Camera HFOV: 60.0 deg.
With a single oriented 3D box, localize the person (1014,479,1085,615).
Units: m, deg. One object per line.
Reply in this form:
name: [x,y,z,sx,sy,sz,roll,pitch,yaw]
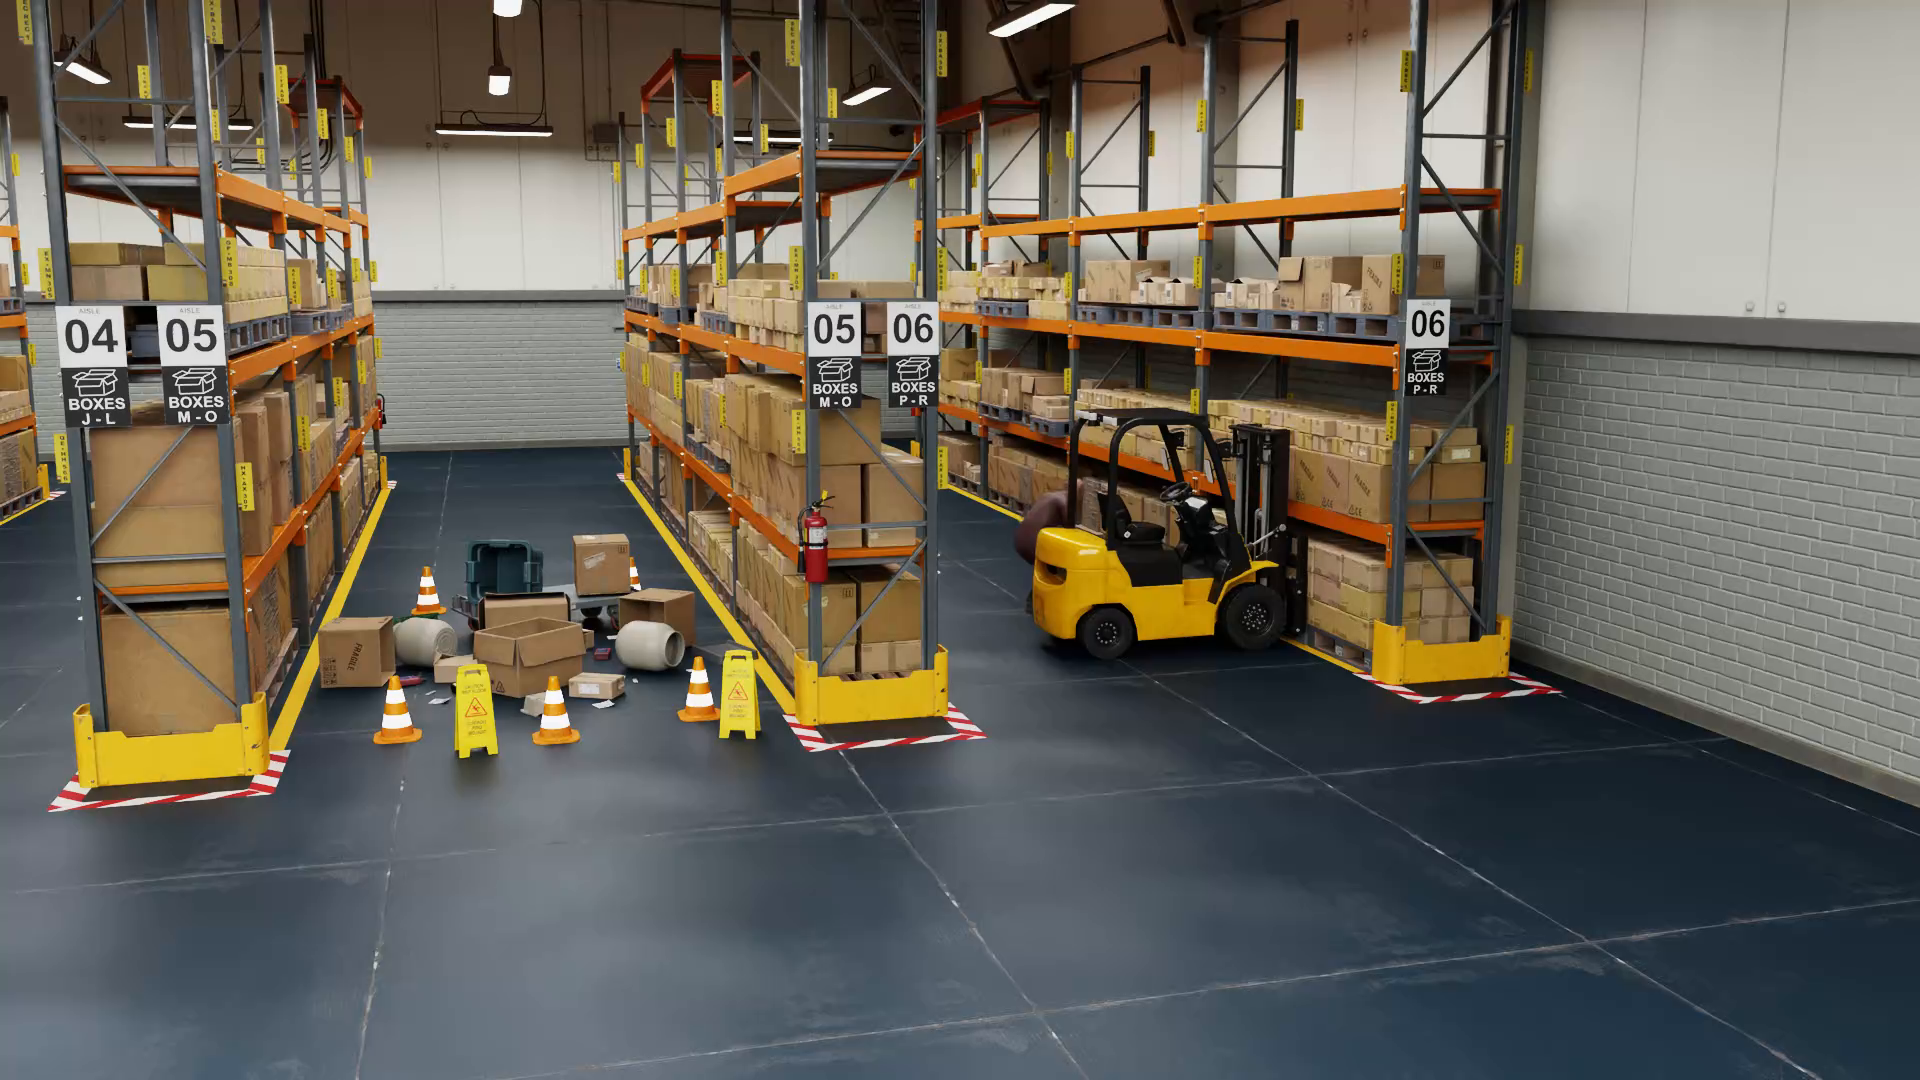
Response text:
person: [0.911,0.063,16.851,0.752,1.363,0.633,-3,9,-16]
